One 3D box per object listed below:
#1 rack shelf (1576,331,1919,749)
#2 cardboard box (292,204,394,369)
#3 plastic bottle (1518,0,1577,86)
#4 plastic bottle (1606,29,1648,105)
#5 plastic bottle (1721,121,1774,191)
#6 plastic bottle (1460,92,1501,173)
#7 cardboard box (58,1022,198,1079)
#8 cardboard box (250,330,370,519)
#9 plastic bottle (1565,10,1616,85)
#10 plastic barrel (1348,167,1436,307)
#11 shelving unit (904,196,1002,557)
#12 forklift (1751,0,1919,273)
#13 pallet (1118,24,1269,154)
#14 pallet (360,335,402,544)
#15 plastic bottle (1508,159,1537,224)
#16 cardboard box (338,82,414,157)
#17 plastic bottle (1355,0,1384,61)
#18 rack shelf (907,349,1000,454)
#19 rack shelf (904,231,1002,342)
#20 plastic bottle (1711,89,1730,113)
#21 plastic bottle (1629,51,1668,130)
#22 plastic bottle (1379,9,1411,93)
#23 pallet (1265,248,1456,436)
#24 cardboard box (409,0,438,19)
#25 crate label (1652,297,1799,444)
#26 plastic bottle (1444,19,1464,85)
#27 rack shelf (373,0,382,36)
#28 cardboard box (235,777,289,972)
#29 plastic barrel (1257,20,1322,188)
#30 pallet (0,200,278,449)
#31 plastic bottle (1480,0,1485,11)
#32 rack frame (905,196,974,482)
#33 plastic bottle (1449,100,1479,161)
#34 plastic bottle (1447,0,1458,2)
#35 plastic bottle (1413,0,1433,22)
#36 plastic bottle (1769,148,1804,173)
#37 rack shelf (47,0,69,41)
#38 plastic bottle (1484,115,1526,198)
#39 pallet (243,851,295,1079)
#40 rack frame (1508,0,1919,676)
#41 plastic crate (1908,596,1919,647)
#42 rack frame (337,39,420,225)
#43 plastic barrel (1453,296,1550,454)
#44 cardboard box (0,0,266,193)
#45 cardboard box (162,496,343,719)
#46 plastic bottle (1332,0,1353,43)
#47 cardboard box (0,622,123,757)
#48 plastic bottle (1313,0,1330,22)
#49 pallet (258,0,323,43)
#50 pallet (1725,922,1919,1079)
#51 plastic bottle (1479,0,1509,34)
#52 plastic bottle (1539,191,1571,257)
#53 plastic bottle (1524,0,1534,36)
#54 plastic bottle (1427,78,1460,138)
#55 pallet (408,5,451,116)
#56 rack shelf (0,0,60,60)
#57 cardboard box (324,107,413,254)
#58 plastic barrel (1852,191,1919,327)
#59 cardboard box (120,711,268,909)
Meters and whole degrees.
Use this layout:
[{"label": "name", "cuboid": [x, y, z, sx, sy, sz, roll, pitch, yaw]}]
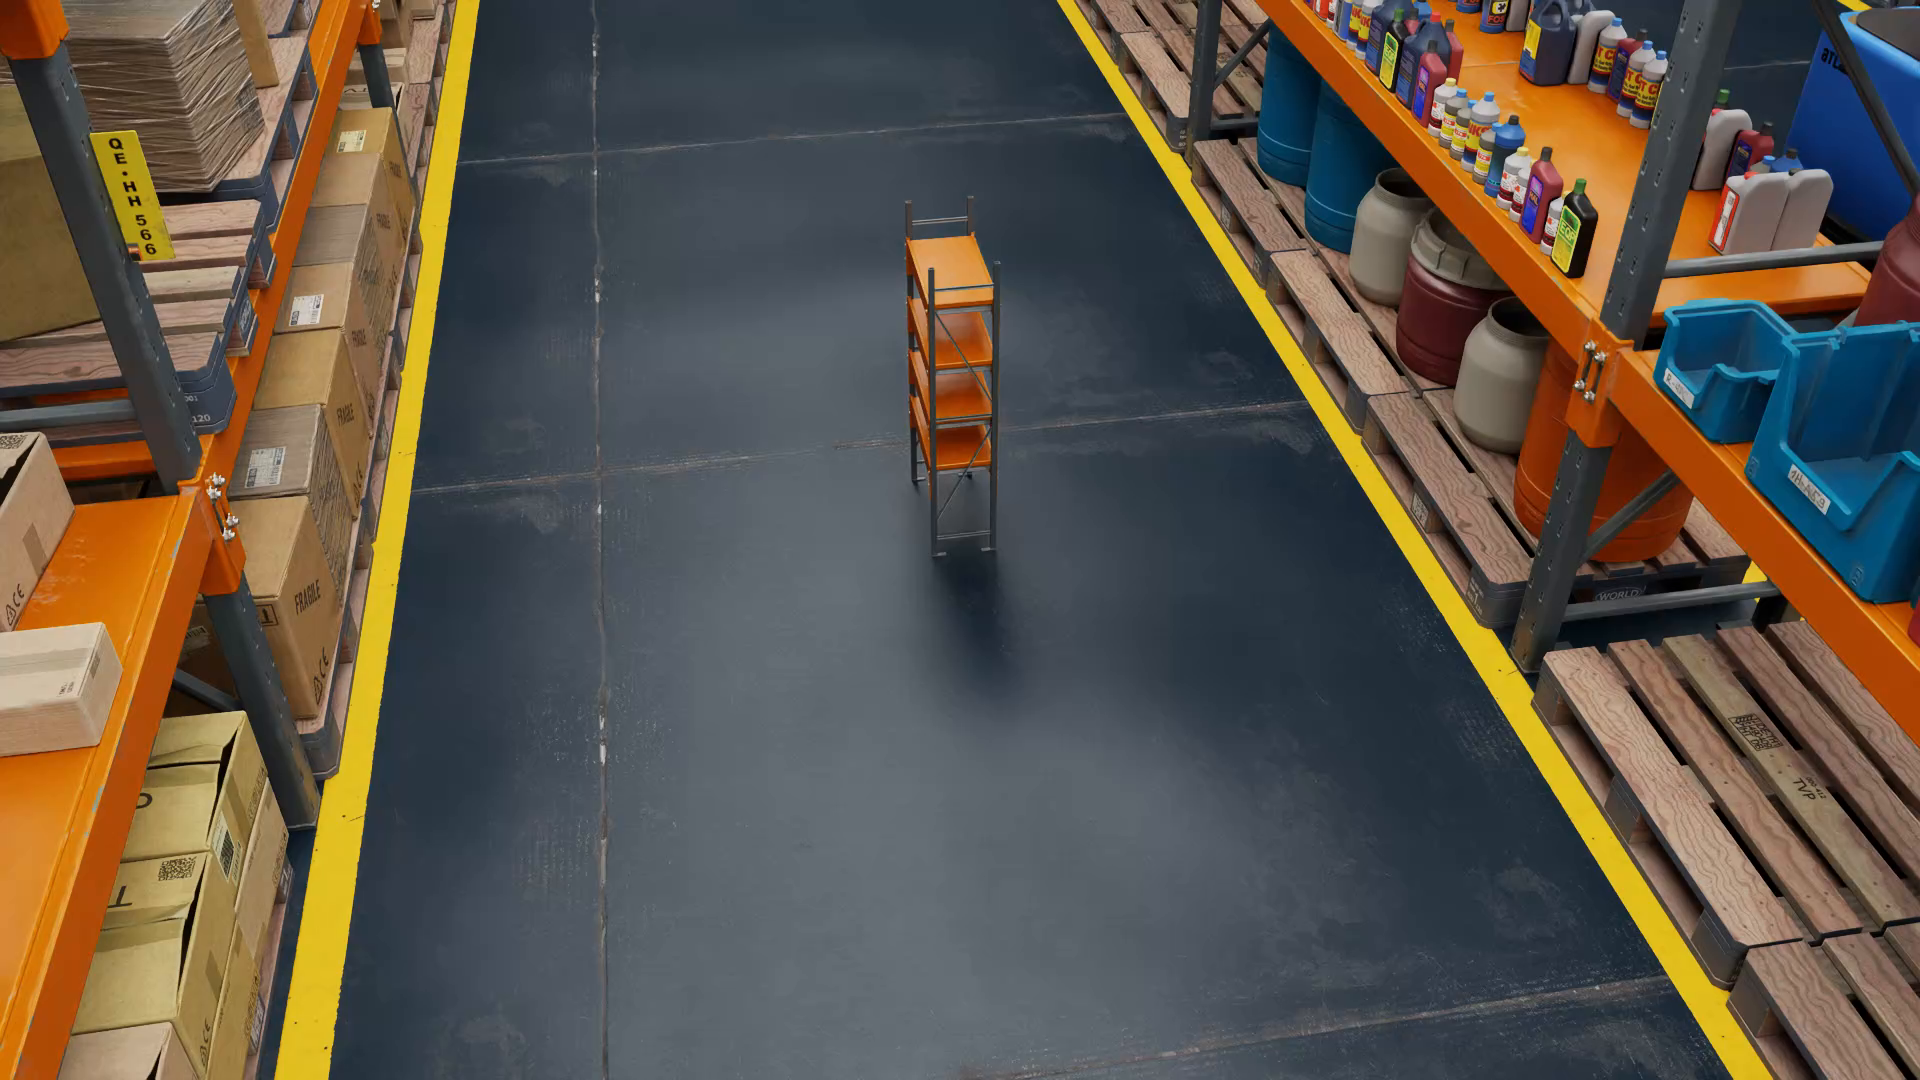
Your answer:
[{"label": "rack shelf", "cuboid": [2.748, 0.679, 3.517, 1.077, 0.370, 4.000, -6, 38, -8]}, {"label": "cardboard box", "cuboid": [-2.646, -1.015, 6.791, 0.500, 0.500, 0.500, -6, 38, -7]}, {"label": "plastic bottle", "cuboid": [2.247, -1.927, 6.325, 0.144, 0.351, 0.185, -6, 38, -8]}, {"label": "plastic bottle", "cuboid": [2.482, -1.766, 6.173, 0.061, 0.283, 0.133, -6, 38, -8]}, {"label": "plastic bottle", "cuboid": [2.627, -1.267, 5.530, 0.061, 0.283, 0.133, -6, 38, -8]}, {"label": "plastic bottle", "cuboid": [1.796, -1.407, 5.721, 0.097, 0.271, 0.097, 0, 38, 0]}, {"label": "cardboard box", "cuboid": [-1.962, 1.324, 3.542, 0.500, 0.311, 0.500, -6, 38, -8]}, {"label": "cardboard box", "cuboid": [-2.458, -0.394, 5.991, 0.500, 0.500, 0.500, -7, 38, -9]}, {"label": "plastic bottle", "cuboid": [2.397, -1.898, 6.349, 0.152, 0.276, 0.135, -6, 38, -8]}, {"label": "plastic barrel", "cuboid": [1.910, -1.304, 7.169, 0.421, 0.512, 0.421, 0, 38, 0]}, {"label": "shelving unit", "cuboid": [-0.029, -0.574, 6.011, 0.258, 1.200, 0.503, -6, 38, -8]}, {"label": "forklift", "cuboid": [4.704, -2.068, 6.522, 1.130, 2.935, 3.031, -8, 39, -10]}, {"label": "pallet", "cuboid": [1.529, -2.568, 9.383, 1.003, 0.211, 1.213, -6, 38, -8]}, {"label": "pallet", "cuboid": [-2.784, -0.372, 6.556, 1.003, 0.211, 1.213, -6, 38, -8]}, {"label": "plastic bottle", "cuboid": [1.864, -1.144, 5.440, 0.097, 0.201, 0.097, 0, 38, 0]}, {"label": "cardboard box", "cuboid": [-3.042, -2.087, 8.325, 0.500, 0.311, 0.500, -6, 38, -8]}, {"label": "plastic bottle", "cuboid": [1.616, -2.027, 6.518, 0.097, 0.271, 0.097, 0, 38, 0]}, {"label": "rack shelf", "cuboid": [-0.029, -0.521, 6.052, 0.258, 0.148, 0.480, -6, 38, -8]}, {"label": "rack shelf", "cuboid": [-0.029, -0.884, 5.770, 0.258, 0.148, 0.480, -6, 38, -8]}, {"label": "plastic bottle", "cuboid": [2.580, -1.428, 5.739, 0.061, 0.283, 0.133, -6, 38, -8]}, {"label": "plastic bottle", "cuboid": [2.502, -1.631, 6.009, 0.097, 0.271, 0.097, 0, 38, 0]}, {"label": "plastic bottle", "cuboid": [1.650, -1.848, 6.279, 0.061, 0.283, 0.133, -6, 38, -8]}, {"label": "pallet", "cuboid": [2.008, -0.919, 7.261, 1.003, 0.211, 1.213, -6, 38, -8]}, {"label": "cardboard box", "cuboid": [-3.407, -3.323, 9.966, 0.500, 0.250, 0.500, -6, 38, -8]}, {"label": "crate label", "cuboid": [2.102, -0.452, 4.523, 0.303, 0.233, 0.416, -6, 38, -8]}, {"label": "plastic bottle", "cuboid": [1.816, -1.783, 6.195, 0.061, 0.283, 0.133, -6, 38, -8]}, {"label": "rack shelf", "cuboid": [-3.532, -3.622, 9.054, 1.077, 0.370, 4.000, -6, 38, -8]}, {"label": "cardboard box", "cuboid": [-2.147, 0.929, 4.508, 0.500, 0.250, 0.500, -5, 38, -7]}, {"label": "plastic barrel", "cuboid": [1.775, -2.236, 8.051, 0.600, 0.901, 0.708, -6, 38, -8]}, {"label": "pallet", "cuboid": [-2.668, -0.609, 4.745, 1.213, 0.211, 1.003, -6, 38, -8]}, {"label": "plastic bottle", "cuboid": [2.260, -2.370, 6.957, 0.152, 0.276, 0.135, -6, 38, -8]}, {"label": "rack frame", "cuboid": [-0.072, -0.721, 6.200, 0.240, 1.200, 0.015, -6, 38, -8]}, {"label": "plastic bottle", "cuboid": [1.779, -1.438, 5.818, 0.097, 0.201, 0.097, 0, 38, 0]}, {"label": "plastic bottle", "cuboid": [2.117, -2.425, 7.031, 0.097, 0.271, 0.097, 0, 38, 0]}, {"label": "plastic bottle", "cuboid": [1.775, -1.983, 6.463, 0.097, 0.271, 0.097, 0, 38, 0]}, {"label": "plastic bottle", "cuboid": [2.647, -1.131, 5.366, 0.097, 0.271, 0.097, 0, 38, 0]}, {"label": "rack shelf", "cuboid": [-2.830, -2.391, 5.024, 1.077, 0.370, 4.000, -6, 38, -8]}, {"label": "plastic bottle", "cuboid": [1.830, -1.289, 5.569, 0.097, 0.271, 0.097, 0, 38, 0]}, {"label": "pallet", "cuboid": [-2.374, 1.320, 4.379, 1.003, 0.211, 1.213, -6, 38, -8]}, {"label": "rack frame", "cuboid": [2.398, -0.813, 4.852, 1.000, 3.000, 0.127, -6, 38, -8]}, {"label": "plastic crate", "cuboid": [2.380, 0.171, 3.533, 0.402, 0.464, 0.583, -6, 38, -8]}, {"label": "rack frame", "cuboid": [-3.181, -2.699, 7.279, 1.000, 3.000, 0.127, -6, 38, -8]}, {"label": "plastic barrel", "cuboid": [2.108, -0.622, 6.291, 0.421, 0.512, 0.421, 0, 38, 0]}, {"label": "cardboard box", "cuboid": [-2.673, -1.429, 5.221, 0.700, 0.500, 0.500, 0, 38, 1]}, {"label": "cardboard box", "cuboid": [-2.278, 0.225, 5.194, 0.500, 0.500, 0.500, -5, 38, -6]}, {"label": "plastic bottle", "cuboid": [1.605, -2.160, 6.687, 0.152, 0.276, 0.135, -6, 38, -8]}, {"label": "cardboard box", "cuboid": [-2.050, 0.330, 3.585, 0.380, 0.149, 0.250, -6, 38, -8]}, {"label": "plastic bottle", "cuboid": [1.565, -2.300, 6.867, 0.152, 0.276, 0.135, -6, 38, -8]}, {"label": "pallet", "cuboid": [-3.148, -2.128, 6.701, 1.003, 0.211, 1.213, -6, 38, -8]}, {"label": "pallet", "cuboid": [2.706, 1.496, 4.153, 1.003, 0.211, 1.213, -6, 38, -8]}, {"label": "plastic bottle", "cuboid": [2.181, -2.204, 6.746, 0.097, 0.271, 0.097, 0, 38, 0]}, {"label": "plastic bottle", "cuboid": [1.904, -1.005, 5.260, 0.097, 0.201, 0.097, 0, 38, 0]}, {"label": "plastic bottle", "cuboid": [2.348, -2.134, 6.713, 0.097, 0.201, 0.097, 0, 38, 0]}, {"label": "plastic bottle", "cuboid": [1.744, -1.556, 5.969, 0.097, 0.201, 0.097, 0, 38, 0]}, {"label": "pallet", "cuboid": [-3.518, -2.751, 9.619, 1.003, 0.211, 1.213, -6, 38, -8]}, {"label": "rack shelf", "cuboid": [-2.129, 0.025, 1.914, 1.077, 0.370, 4.000, -6, 38, -8]}, {"label": "cardboard box", "cuboid": [-2.812, -1.618, 7.566, 0.500, 0.500, 0.500, -6, 38, -8]}, {"label": "plastic barrel", "cuboid": [2.777, -0.619, 4.491, 0.600, 0.536, 0.708, -6, 38, -8]}, {"label": "cardboard box", "cuboid": [-2.145, 0.706, 4.338, 0.500, 0.311, 0.500, -5, 38, -7]}]
